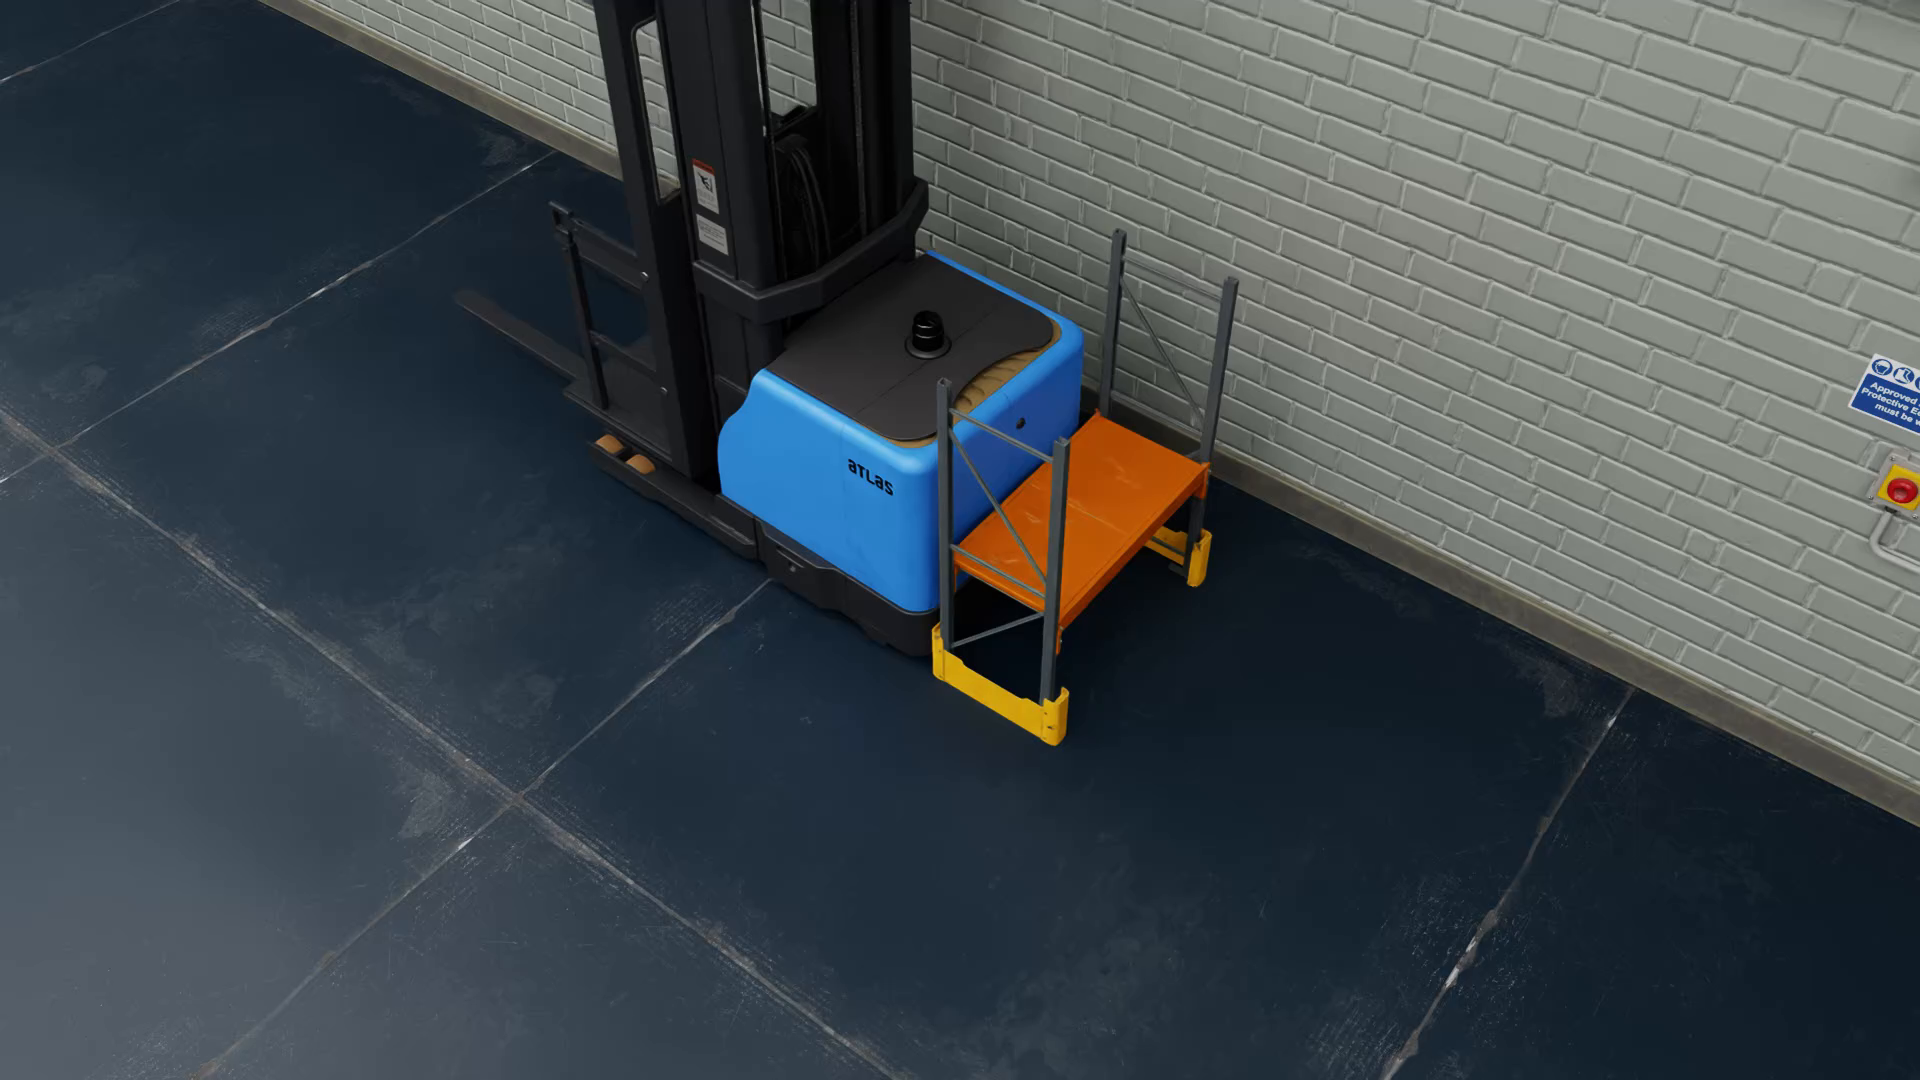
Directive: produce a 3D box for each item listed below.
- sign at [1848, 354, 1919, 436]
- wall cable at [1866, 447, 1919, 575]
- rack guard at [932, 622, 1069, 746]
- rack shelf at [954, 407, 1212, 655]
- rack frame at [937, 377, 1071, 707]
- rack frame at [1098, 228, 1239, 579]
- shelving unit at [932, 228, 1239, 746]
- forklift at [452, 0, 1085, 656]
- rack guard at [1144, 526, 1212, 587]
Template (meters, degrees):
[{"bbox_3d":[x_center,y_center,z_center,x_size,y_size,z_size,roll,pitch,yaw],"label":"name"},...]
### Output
[{"bbox_3d":[2.905,-0.420,5.055,0.327,0.218,0.001,29,53,25],"label":"sign"},{"bbox_3d":[2.906,-0.632,4.720,0.585,1.953,0.123,29,53,25],"label":"wall cable"},{"bbox_3d":[0.145,0.534,6.232,0.587,0.250,0.087,29,53,25],"label":"rack guard"},{"bbox_3d":[0.441,-0.055,6.179,0.538,0.185,1.000,29,53,25],"label":"rack shelf"},{"bbox_3d":[0.134,0.113,5.769,0.500,1.500,0.032,29,53,25],"label":"rack frame"},{"bbox_3d":[0.748,-0.473,6.329,0.500,1.500,0.032,29,53,25],"label":"rack frame"},{"bbox_3d":[0.446,-0.185,6.054,0.587,1.500,1.083,29,53,25],"label":"shelving unit"},{"bbox_3d":[-0.975,-1.476,6.298,3.031,2.935,1.130,31,54,26],"label":"forklift"},{"bbox_3d":[0.747,-0.040,6.780,0.587,0.250,0.087,29,53,25],"label":"rack guard"}]
